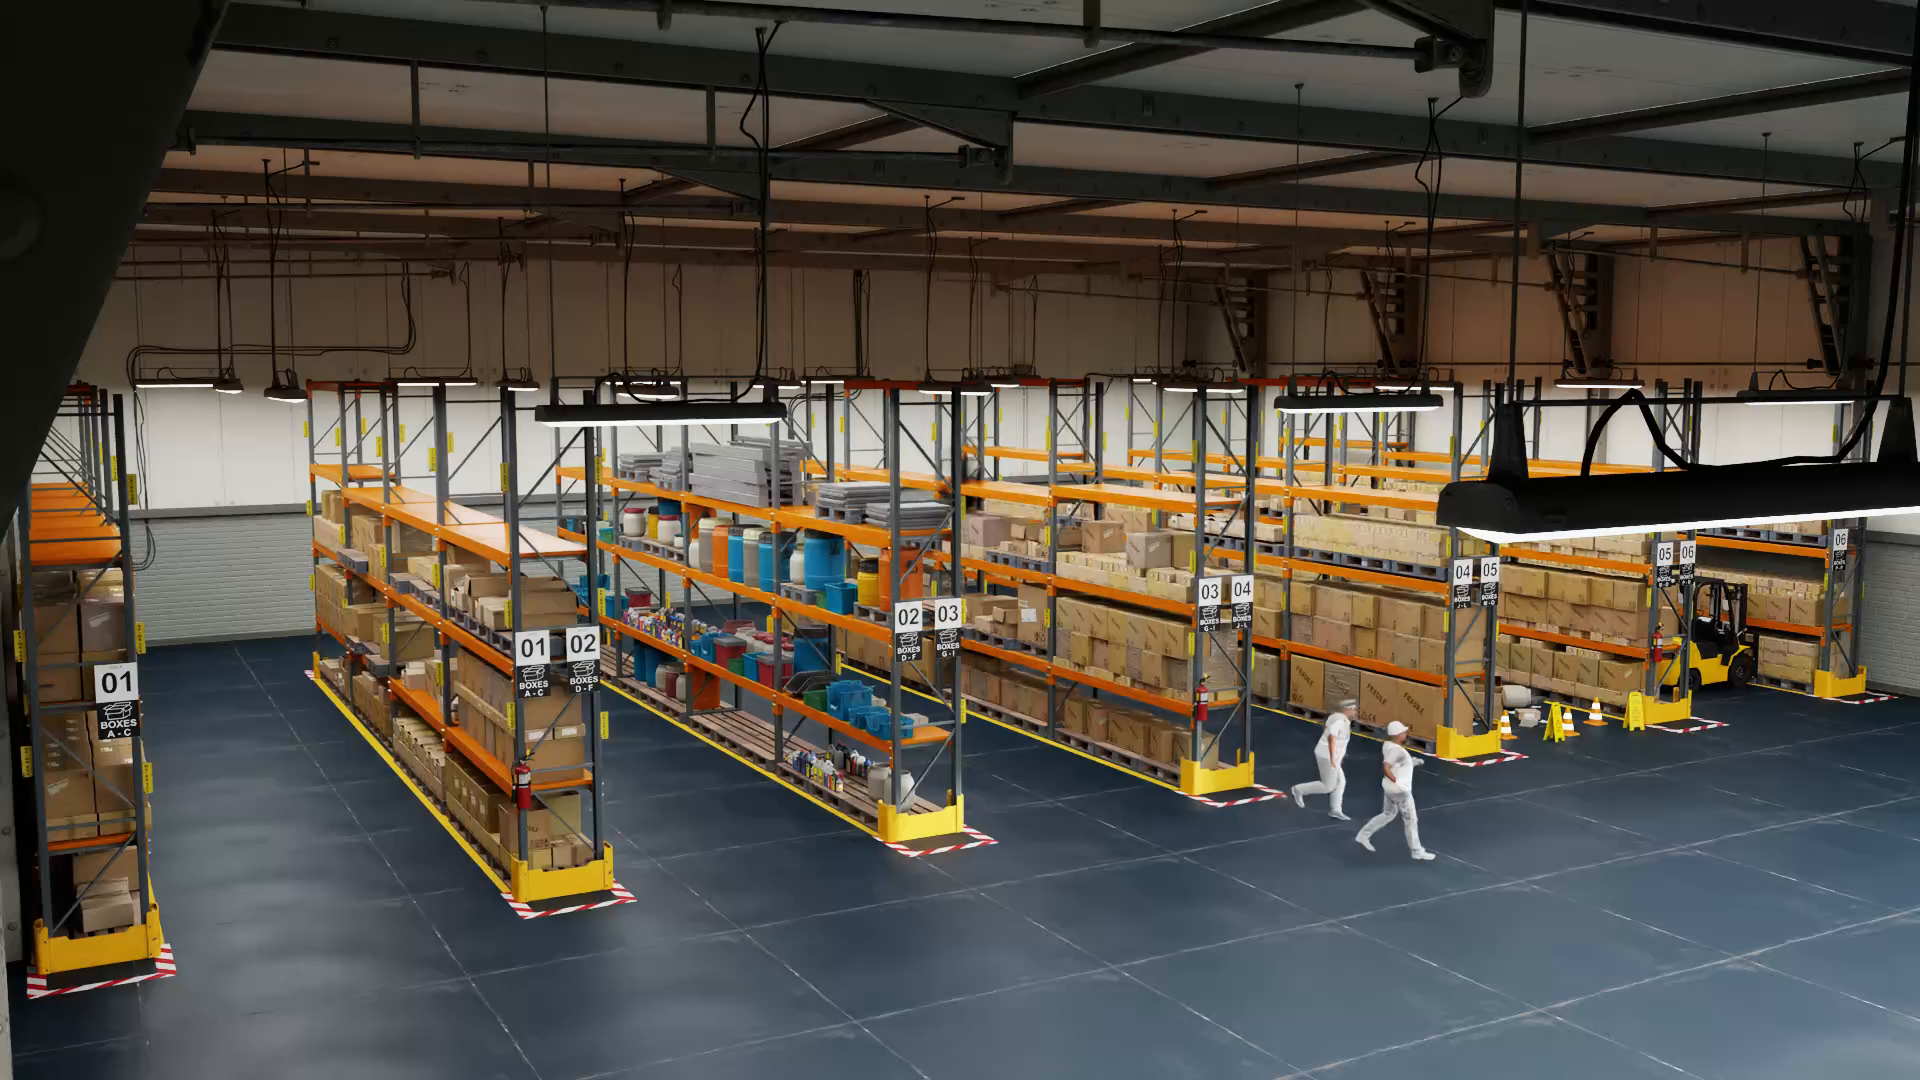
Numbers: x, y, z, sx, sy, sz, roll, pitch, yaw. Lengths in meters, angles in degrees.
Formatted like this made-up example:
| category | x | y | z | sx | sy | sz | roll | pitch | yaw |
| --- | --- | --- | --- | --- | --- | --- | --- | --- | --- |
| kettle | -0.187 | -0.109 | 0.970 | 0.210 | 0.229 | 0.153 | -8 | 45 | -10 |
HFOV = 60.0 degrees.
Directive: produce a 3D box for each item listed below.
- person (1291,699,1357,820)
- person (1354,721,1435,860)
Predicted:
| category | x | y | z | sx | sy | sz | roll | pitch | yaw |
| --- | --- | --- | --- | --- | --- | --- | --- | --- | --- |
| person | 5.069 | 3.057 | 23.174 | 0.902 | 1.724 | 0.664 | 0 | 6 | 1 |
| person | 5.551 | 3.171 | 21.135 | 1.001 | 1.766 | 0.687 | 0 | 6 | -2 |
